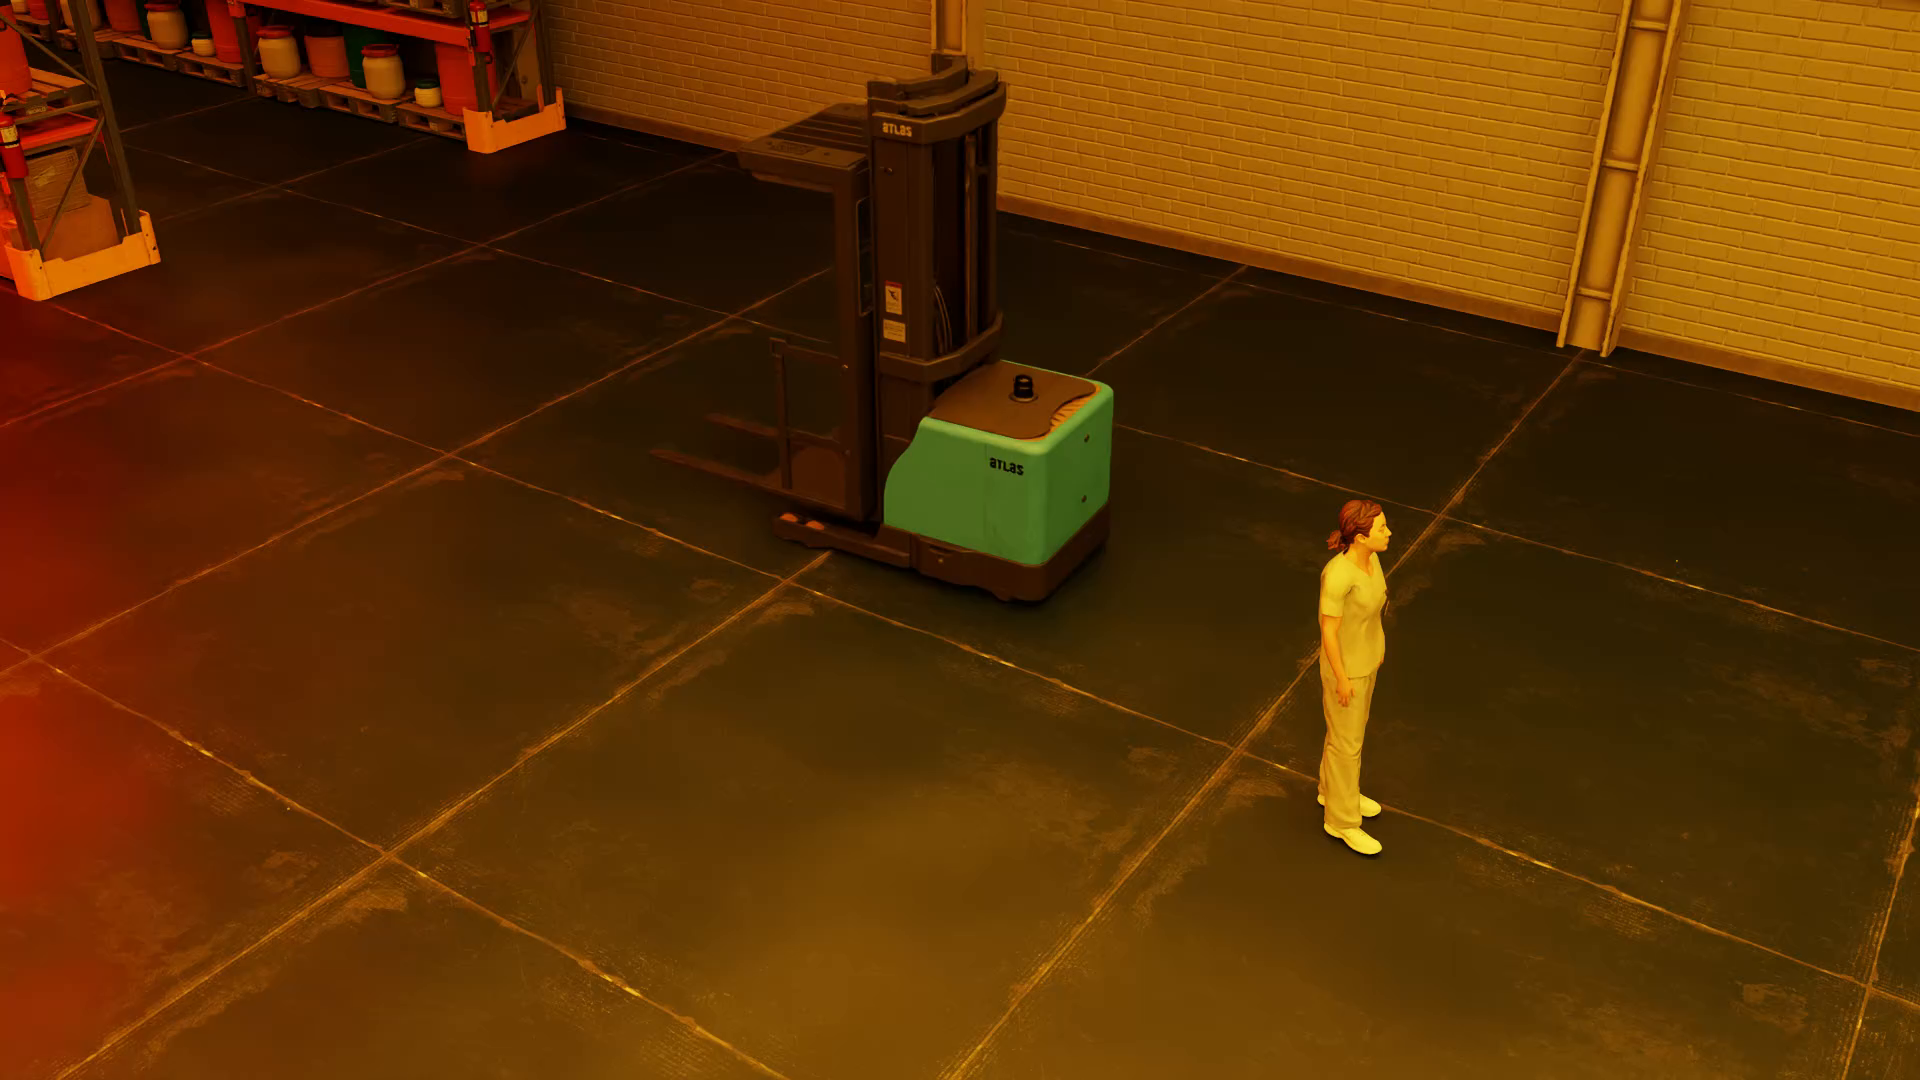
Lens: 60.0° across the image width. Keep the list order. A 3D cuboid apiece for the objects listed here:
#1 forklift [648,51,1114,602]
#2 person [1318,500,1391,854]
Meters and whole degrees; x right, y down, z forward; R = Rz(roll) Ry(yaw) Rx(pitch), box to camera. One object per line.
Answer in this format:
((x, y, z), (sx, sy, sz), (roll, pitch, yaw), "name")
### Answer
((-0.600, -1.429, 10.043), (3.031, 2.935, 1.130), (16, 34, 25), "forklift")
((1.893, 0.603, 7.778), (0.549, 1.676, 0.549), (18, 35, 28), "person")
